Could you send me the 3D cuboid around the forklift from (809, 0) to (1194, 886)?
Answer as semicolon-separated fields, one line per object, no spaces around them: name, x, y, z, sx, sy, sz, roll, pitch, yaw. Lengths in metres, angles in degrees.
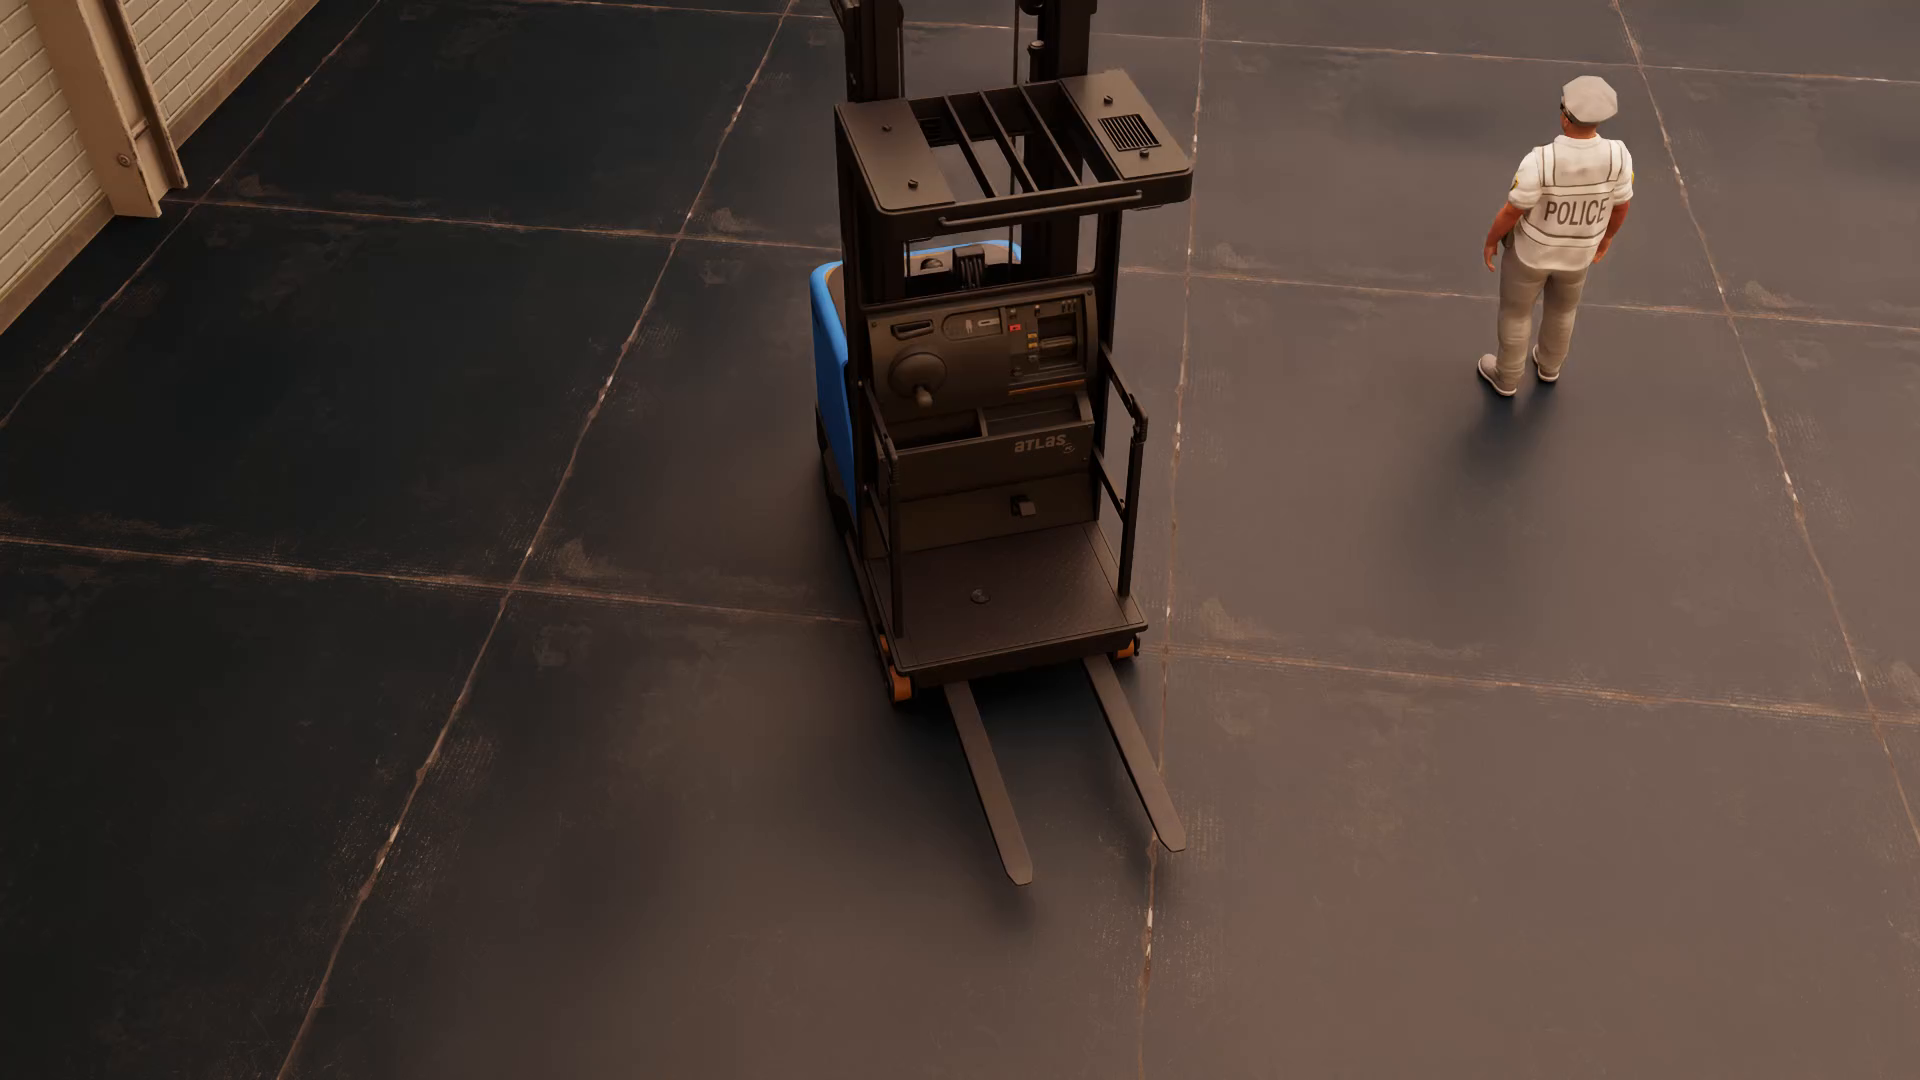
forklift;0.153;-0.681;6.465;1.130;2.935;3.031;-10;44;-11

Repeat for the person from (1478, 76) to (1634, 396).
person;2.894;-1.499;8.196;0.643;1.779;0.573;-1;43;-1
